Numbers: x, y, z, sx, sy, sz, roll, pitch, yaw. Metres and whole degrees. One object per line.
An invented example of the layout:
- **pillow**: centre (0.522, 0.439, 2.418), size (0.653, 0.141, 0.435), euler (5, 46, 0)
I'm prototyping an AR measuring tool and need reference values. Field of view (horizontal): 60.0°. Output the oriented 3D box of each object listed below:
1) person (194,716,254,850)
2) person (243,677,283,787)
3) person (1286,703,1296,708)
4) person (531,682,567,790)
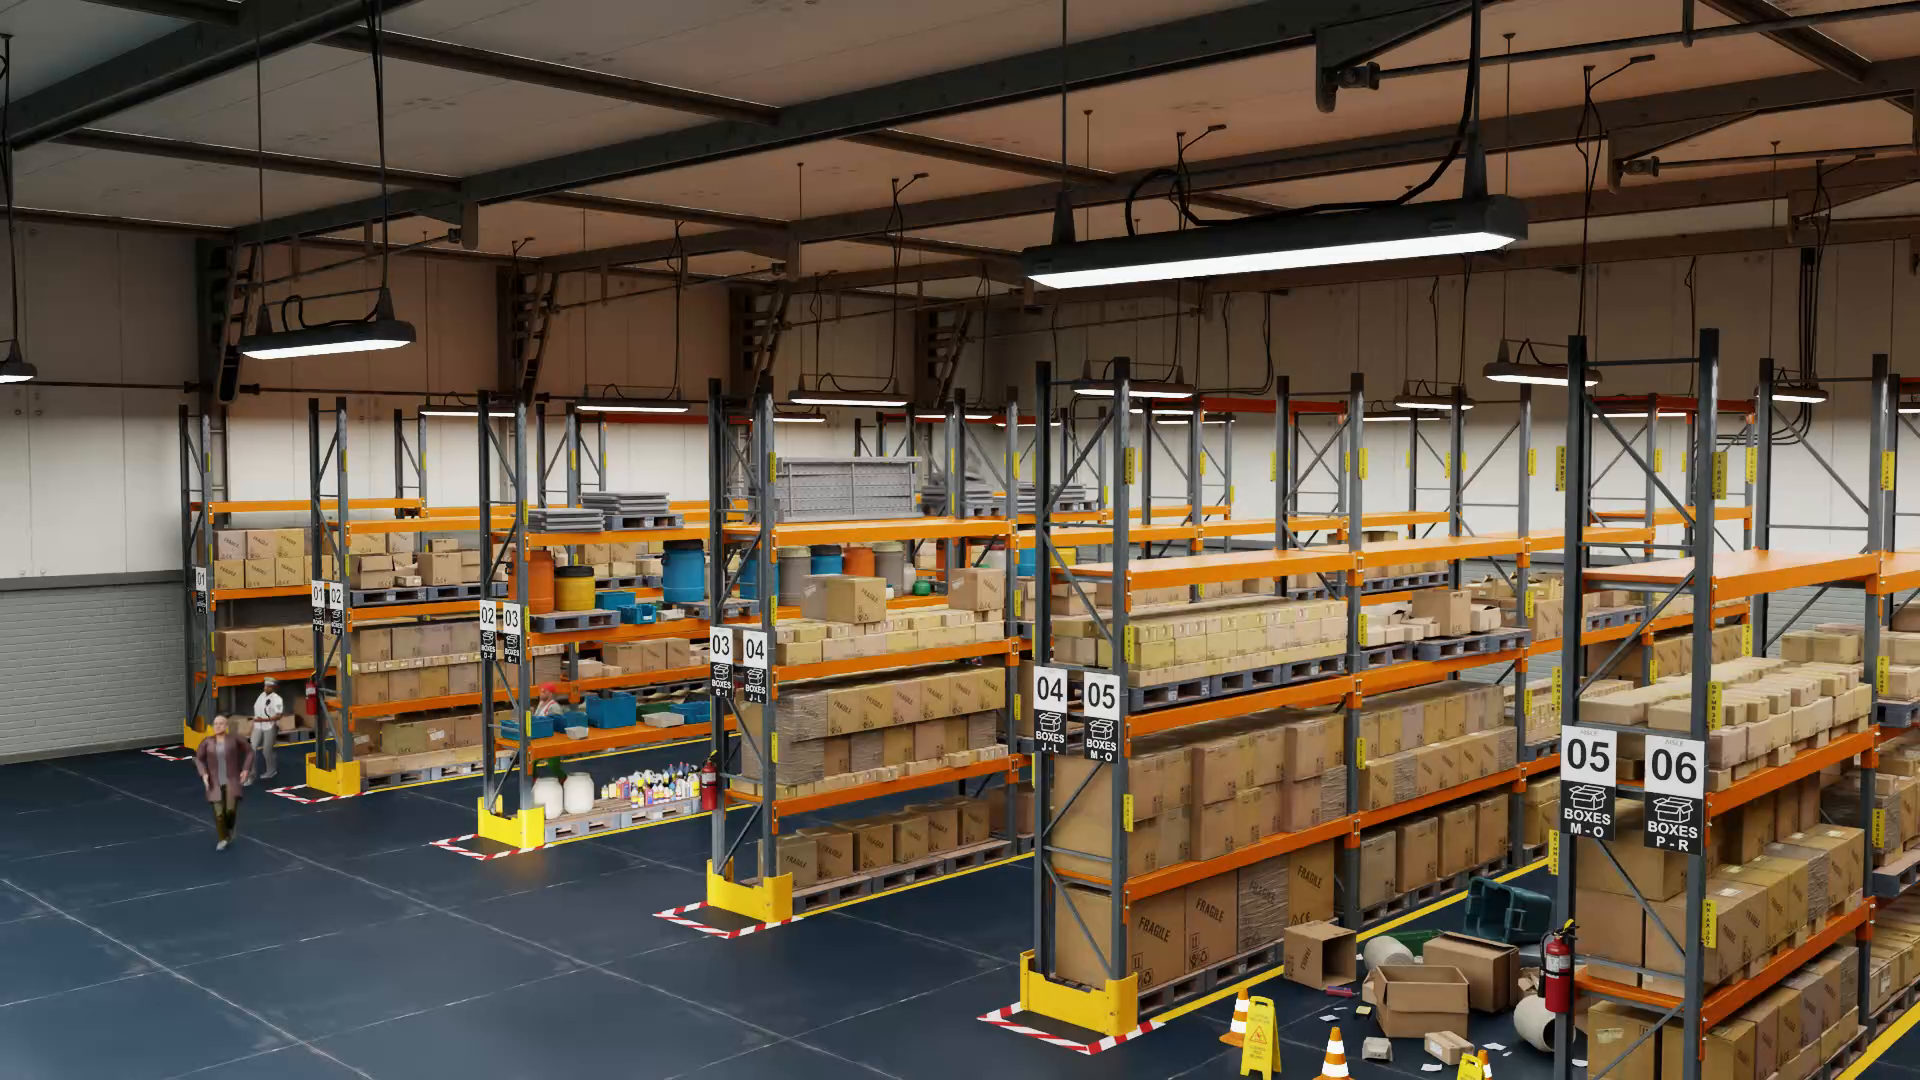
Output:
- **person**: centre (-9.591, 3.160, 21.656), size (0.717, 1.740, 0.571), euler (-1, 3, -16)
- **person**: centre (-10.801, 2.981, 25.948), size (0.588, 1.729, 0.680), euler (0, 3, 9)
- **person**: centre (4.589, 3.069, 23.270), size (0.694, 1.730, 0.633), euler (2, 4, 35)
- **person**: centre (-6.048, 2.989, 24.303), size (0.643, 1.846, 0.774), euler (2, 4, 37)
